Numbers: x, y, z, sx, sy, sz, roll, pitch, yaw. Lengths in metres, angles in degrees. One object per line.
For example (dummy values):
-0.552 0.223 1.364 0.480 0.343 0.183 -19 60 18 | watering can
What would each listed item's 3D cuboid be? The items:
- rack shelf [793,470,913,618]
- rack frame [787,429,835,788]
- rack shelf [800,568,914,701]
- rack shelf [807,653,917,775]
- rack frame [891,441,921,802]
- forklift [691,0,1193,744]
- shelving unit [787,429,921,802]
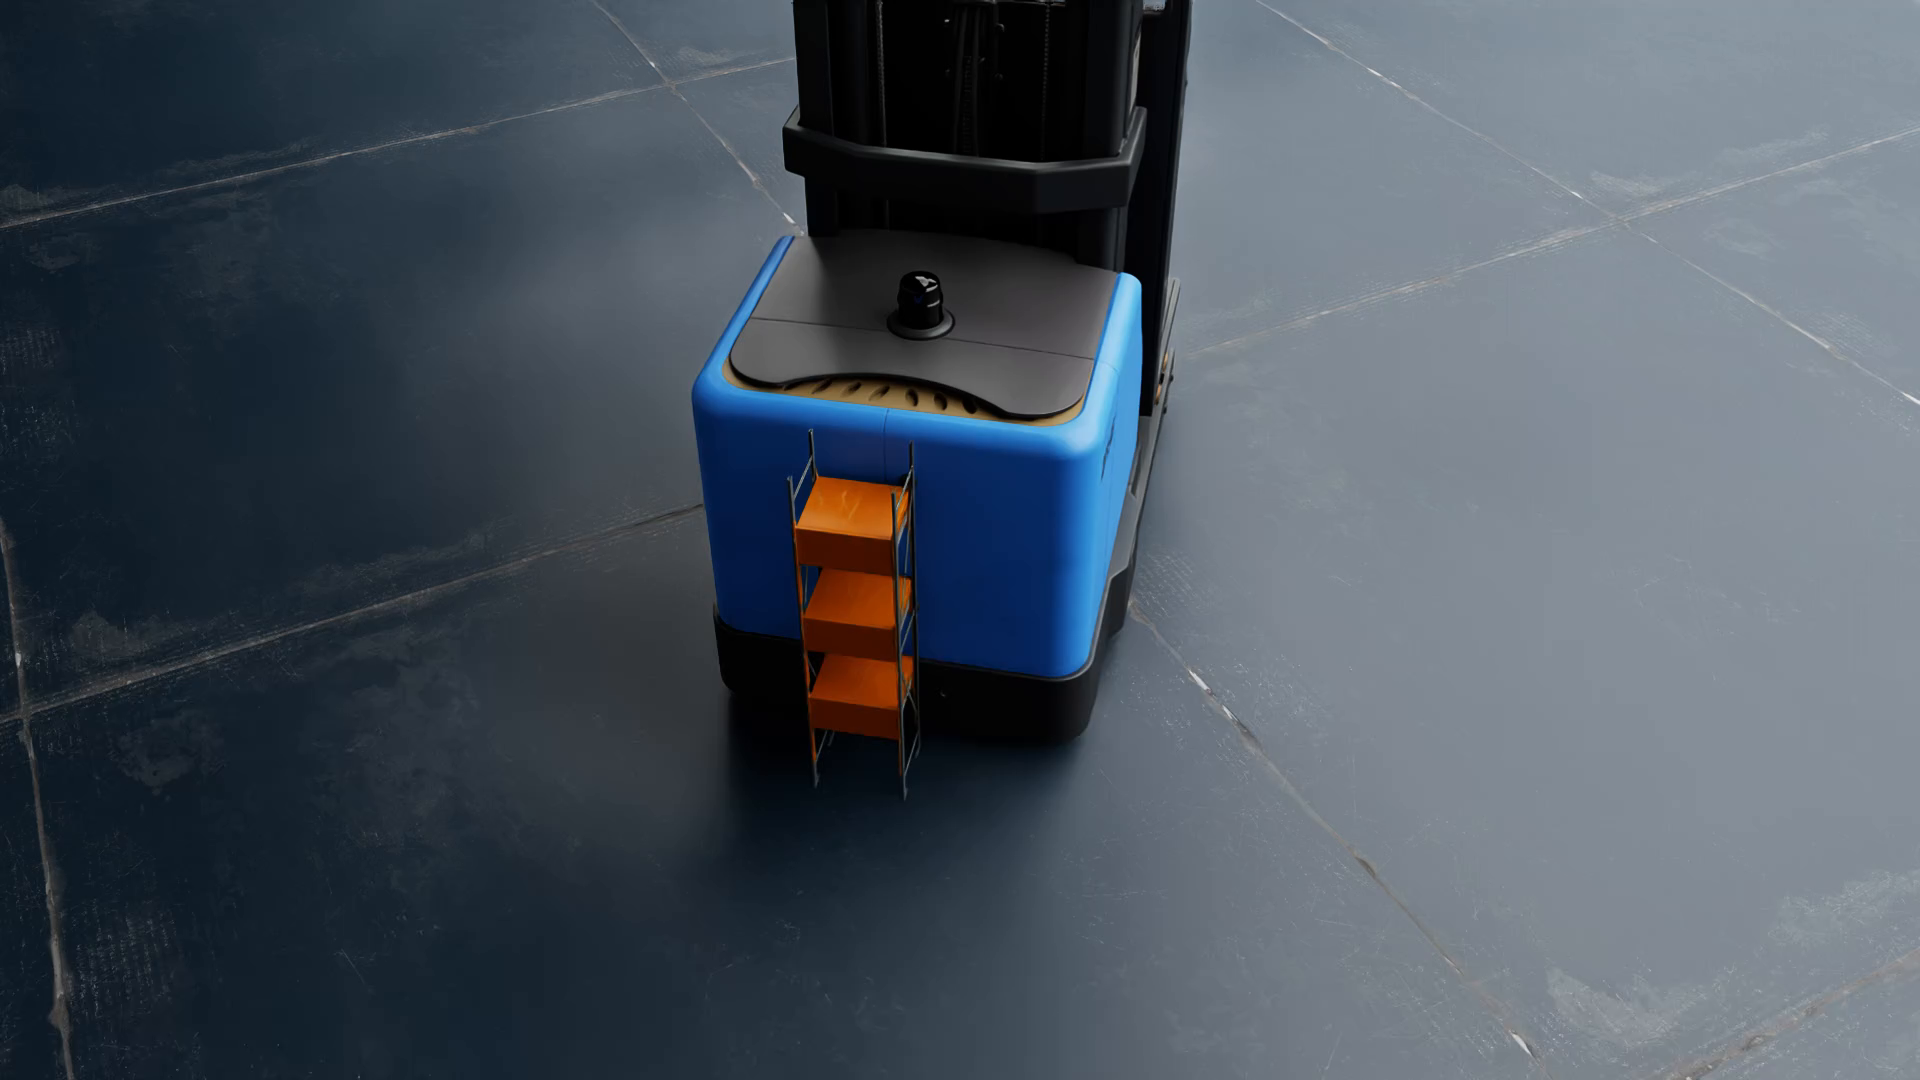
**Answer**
-0.251 0.009 4.004 0.240 0.259 0.215 7 41 9 | rack shelf
-0.371 0.202 4.199 0.008 1.050 0.200 7 41 9 | rack frame
-0.251 0.225 4.188 0.240 0.259 0.215 7 41 9 | rack shelf
-0.251 0.437 4.367 0.240 0.259 0.215 7 41 9 | rack shelf
-0.132 0.233 4.163 0.008 1.050 0.200 7 41 9 | rack frame
0.136 -1.527 4.786 1.130 2.935 3.031 8 41 9 | forklift
-0.251 0.217 4.181 0.252 1.050 0.215 7 41 9 | shelving unit
